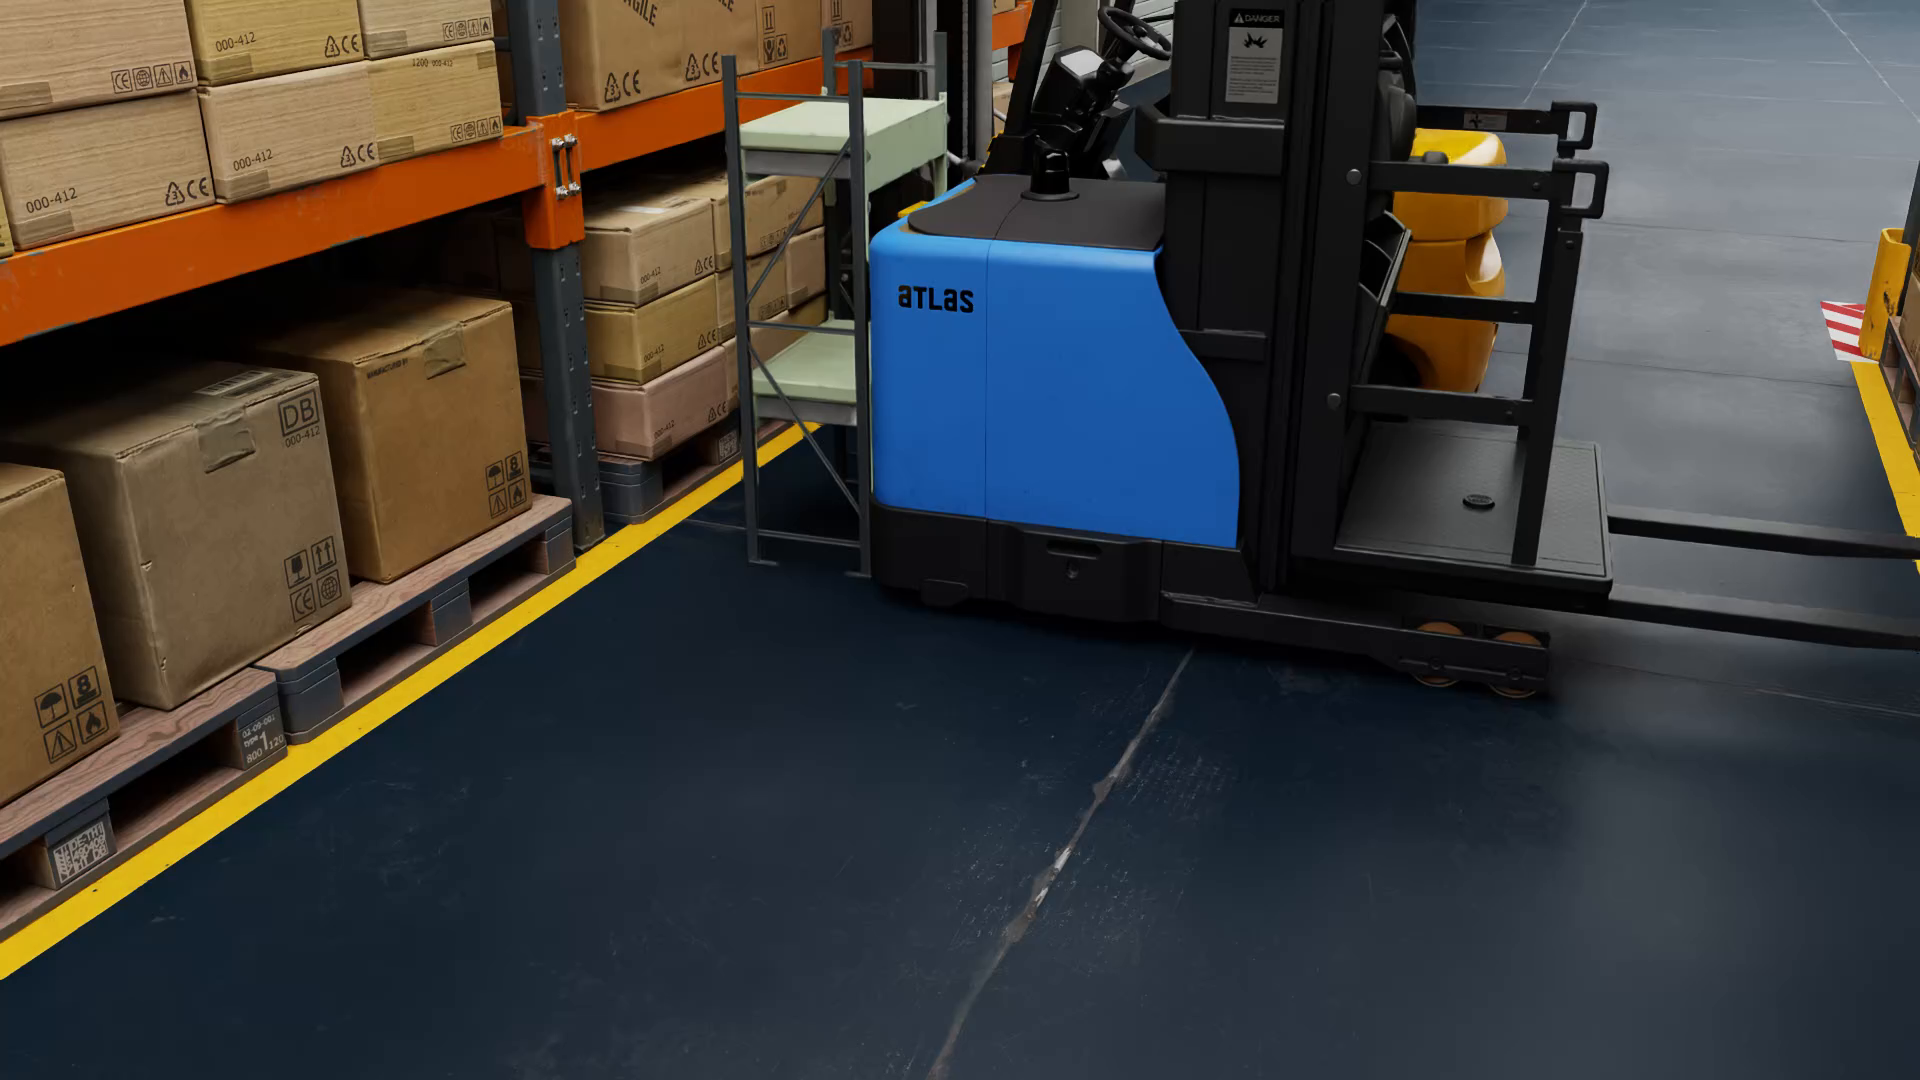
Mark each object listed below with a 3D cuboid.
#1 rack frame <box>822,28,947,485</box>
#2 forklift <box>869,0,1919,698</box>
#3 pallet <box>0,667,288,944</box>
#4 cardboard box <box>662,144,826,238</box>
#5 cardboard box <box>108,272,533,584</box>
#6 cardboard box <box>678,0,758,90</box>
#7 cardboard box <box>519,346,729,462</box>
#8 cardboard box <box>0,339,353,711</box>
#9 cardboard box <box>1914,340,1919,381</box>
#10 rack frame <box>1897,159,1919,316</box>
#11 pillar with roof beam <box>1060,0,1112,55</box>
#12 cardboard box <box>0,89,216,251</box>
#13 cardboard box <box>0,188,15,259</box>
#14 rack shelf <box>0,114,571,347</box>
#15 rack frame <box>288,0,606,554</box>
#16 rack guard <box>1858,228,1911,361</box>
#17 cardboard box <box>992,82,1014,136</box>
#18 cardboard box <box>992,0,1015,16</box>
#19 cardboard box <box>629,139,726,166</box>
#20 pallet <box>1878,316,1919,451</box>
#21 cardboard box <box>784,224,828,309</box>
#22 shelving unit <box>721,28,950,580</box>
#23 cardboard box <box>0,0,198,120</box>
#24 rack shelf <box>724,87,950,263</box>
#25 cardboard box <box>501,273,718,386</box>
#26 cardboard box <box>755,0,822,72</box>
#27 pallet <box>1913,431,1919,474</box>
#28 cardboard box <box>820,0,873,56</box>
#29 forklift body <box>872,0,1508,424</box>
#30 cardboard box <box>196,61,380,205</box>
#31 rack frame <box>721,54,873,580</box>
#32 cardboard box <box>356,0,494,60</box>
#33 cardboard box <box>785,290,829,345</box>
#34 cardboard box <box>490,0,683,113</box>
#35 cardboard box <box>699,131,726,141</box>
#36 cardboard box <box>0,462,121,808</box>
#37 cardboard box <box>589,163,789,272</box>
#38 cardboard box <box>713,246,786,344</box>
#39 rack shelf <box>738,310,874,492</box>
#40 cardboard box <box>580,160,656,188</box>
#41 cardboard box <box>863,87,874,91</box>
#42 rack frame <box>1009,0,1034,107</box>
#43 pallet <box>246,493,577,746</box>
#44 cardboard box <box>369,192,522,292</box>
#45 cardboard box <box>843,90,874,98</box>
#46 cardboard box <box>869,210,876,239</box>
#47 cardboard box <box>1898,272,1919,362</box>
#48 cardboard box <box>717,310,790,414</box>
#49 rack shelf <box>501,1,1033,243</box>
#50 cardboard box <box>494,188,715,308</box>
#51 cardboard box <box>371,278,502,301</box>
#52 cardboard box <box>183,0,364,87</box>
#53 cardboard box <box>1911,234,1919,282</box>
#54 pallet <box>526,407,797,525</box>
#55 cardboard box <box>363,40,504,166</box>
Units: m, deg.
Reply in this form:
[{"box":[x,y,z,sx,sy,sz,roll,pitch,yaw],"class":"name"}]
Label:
[{"box":[-0.233,-0.870,5.387,0.400,1.500,0.023,7,24,16],"class":"rack frame"},{"box":[1.316,-1.175,4.261,3.031,2.935,1.130,7,24,17],"class":"forklift"},{"box":[-2.295,0.558,3.640,1.003,0.211,1.213,9,24,20],"class":"pallet"},{"box":[-0.761,-1.312,6.223,0.500,0.250,0.500,10,25,22],"class":"cardboard box"},{"box":[-1.789,-0.345,4.721,0.875,0.625,0.625,10,25,22],"class":"cardboard box"},{"box":[-1.020,-1.792,5.519,0.500,0.500,0.500,9,24,21],"class":"cardboard box"},{"box":[-1.118,-0.486,5.545,0.500,0.250,0.500,9,24,21],"class":"cardboard box"},{"box":[-2.084,-0.069,4.059,0.875,0.625,0.625,9,24,20],"class":"cardboard box"},{"box":[3.737,-0.652,5.942,0.500,0.250,0.500,10,25,22],"class":"cardboard box"},{"box":[4.490,-2.158,6.524,1.000,3.000,0.127,9,24,20],"class":"rack frame"},{"box":[5.010,-7.046,10.443,9.100,9.000,0.400,9,24,20],"class":"pillar with roof beam"},{"box":[-1.944,-0.795,3.455,0.500,0.250,0.500,9,24,20],"class":"cardboard box"},{"box":[-2.129,-0.609,3.011,0.500,0.250,0.500,10,25,22],"class":"cardboard box"},{"box":[-2.348,-0.388,3.221,1.077,0.370,4.000,9,24,20],"class":"rack shelf"},{"box":[-1.606,-1.436,4.795,1.000,3.000,0.127,9,24,20],"class":"rack frame"},{"box":[4.462,-0.977,6.941,1.175,0.500,0.348,9,24,20],"class":"rack guard"},{"box":[-0.001,-2.044,7.977,0.500,0.250,0.500,10,25,22],"class":"cardboard box"},{"box":[-0.059,-2.700,7.691,0.500,0.500,0.500,8,24,19],"class":"cardboard box"},{"box":[-1.228,-1.388,6.408,0.500,0.250,0.500,9,24,20],"class":"cardboard box"},{"box":[4.127,-0.558,6.313,1.003,0.211,1.213,9,24,20],"class":"pallet"},{"box":[-0.757,-1.079,6.316,0.500,0.250,0.500,9,24,20],"class":"cardboard box"},{"box":[-0.343,-0.735,5.065,0.431,1.500,0.755,7,24,16],"class":"shelving unit"},{"box":[-1.930,-1.018,3.341,0.500,0.250,0.500,9,24,21],"class":"cardboard box"},{"box":[-0.343,-1.096,4.915,0.431,0.370,0.720,7,24,16],"class":"rack shelf"},{"box":[-1.139,-0.720,5.457,0.500,0.250,0.500,9,24,20],"class":"cardboard box"},{"box":[-0.833,-1.973,5.953,0.500,0.500,0.500,9,24,20],"class":"cardboard box"},{"box":[3.673,-0.123,5.271,1.003,0.211,1.213,9,24,20],"class":"pallet"},{"box":[-0.627,-2.150,6.377,0.500,0.500,0.500,9,24,20],"class":"cardboard box"},{"box":[0.870,-1.536,6.136,2.313,2.155,1.214,9,24,20],"class":"forklift body"},{"box":[-1.731,-0.968,3.870,0.500,0.250,0.500,9,24,20],"class":"cardboard box"},{"box":[-0.452,-0.601,4.743,0.400,1.500,0.023,7,24,16],"class":"rack frame"},{"box":[-1.551,-1.385,4.220,0.500,0.250,0.500,8,24,19],"class":"cardboard box"},{"box":[-0.768,-0.856,6.431,0.500,0.250,0.500,9,24,21],"class":"cardboard box"},{"box":[-1.198,-1.603,5.067,0.500,0.500,0.500,8,24,19],"class":"cardboard box"},{"box":[-1.049,-1.569,6.841,0.500,0.250,0.500,8,24,19],"class":"cardboard box"},{"box":[-2.362,0.200,3.414,0.875,0.625,0.625,8,24,18],"class":"cardboard box"},{"box":[-0.935,-1.132,5.793,0.500,0.250,0.500,9,24,20],"class":"cardboard box"},{"box":[-0.954,-0.901,5.889,0.500,0.250,0.500,9,24,20],"class":"cardboard box"},{"box":[-0.343,-0.435,5.191,0.431,0.370,0.720,7,24,16],"class":"rack shelf"},{"box":[-1.428,-1.209,5.979,0.500,0.250,0.500,8,24,19],"class":"cardboard box"},{"box":[-0.474,-2.109,8.132,0.500,0.250,0.500,8,24,19],"class":"cardboard box"},{"box":[-0.120,-2.867,8.222,1.000,3.000,0.127,9,24,20],"class":"rack frame"},{"box":[-1.843,0.120,4.688,1.003,0.211,1.213,9,24,20],"class":"pallet"},{"box":[-1.602,-1.026,5.540,0.500,0.250,0.500,9,24,21],"class":"cardboard box"},{"box":[-0.656,-1.929,7.702,0.500,0.250,0.500,9,24,20],"class":"cardboard box"},{"box":[-0.568,-1.260,6.748,0.500,0.250,0.500,9,24,20],"class":"cardboard box"},{"box":[3.934,-0.834,6.377,0.500,0.250,0.500,9,24,20],"class":"cardboard box"},{"box":[-0.944,-0.670,5.986,0.500,0.250,0.500,8,24,19],"class":"cardboard box"},{"box":[-0.863,-1.819,6.648,1.077,0.370,4.000,9,24,20],"class":"rack shelf"},{"box":[-1.135,-0.950,5.359,0.500,0.250,0.500,8,24,19],"class":"cardboard box"},{"box":[-1.615,-0.795,5.635,0.500,0.250,0.500,8,24,19],"class":"cardboard box"},{"box":[-1.735,-1.200,3.776,0.500,0.250,0.500,8,24,19],"class":"cardboard box"},{"box":[3.925,-1.171,6.212,0.500,0.500,0.500,8,24,18],"class":"cardboard box"},{"box":[-1.271,-0.428,6.000,1.003,0.211,1.213,9,24,20],"class":"pallet"},{"box":[-1.550,-1.149,4.303,0.500,0.250,0.500,9,24,21],"class":"cardboard box"}]
